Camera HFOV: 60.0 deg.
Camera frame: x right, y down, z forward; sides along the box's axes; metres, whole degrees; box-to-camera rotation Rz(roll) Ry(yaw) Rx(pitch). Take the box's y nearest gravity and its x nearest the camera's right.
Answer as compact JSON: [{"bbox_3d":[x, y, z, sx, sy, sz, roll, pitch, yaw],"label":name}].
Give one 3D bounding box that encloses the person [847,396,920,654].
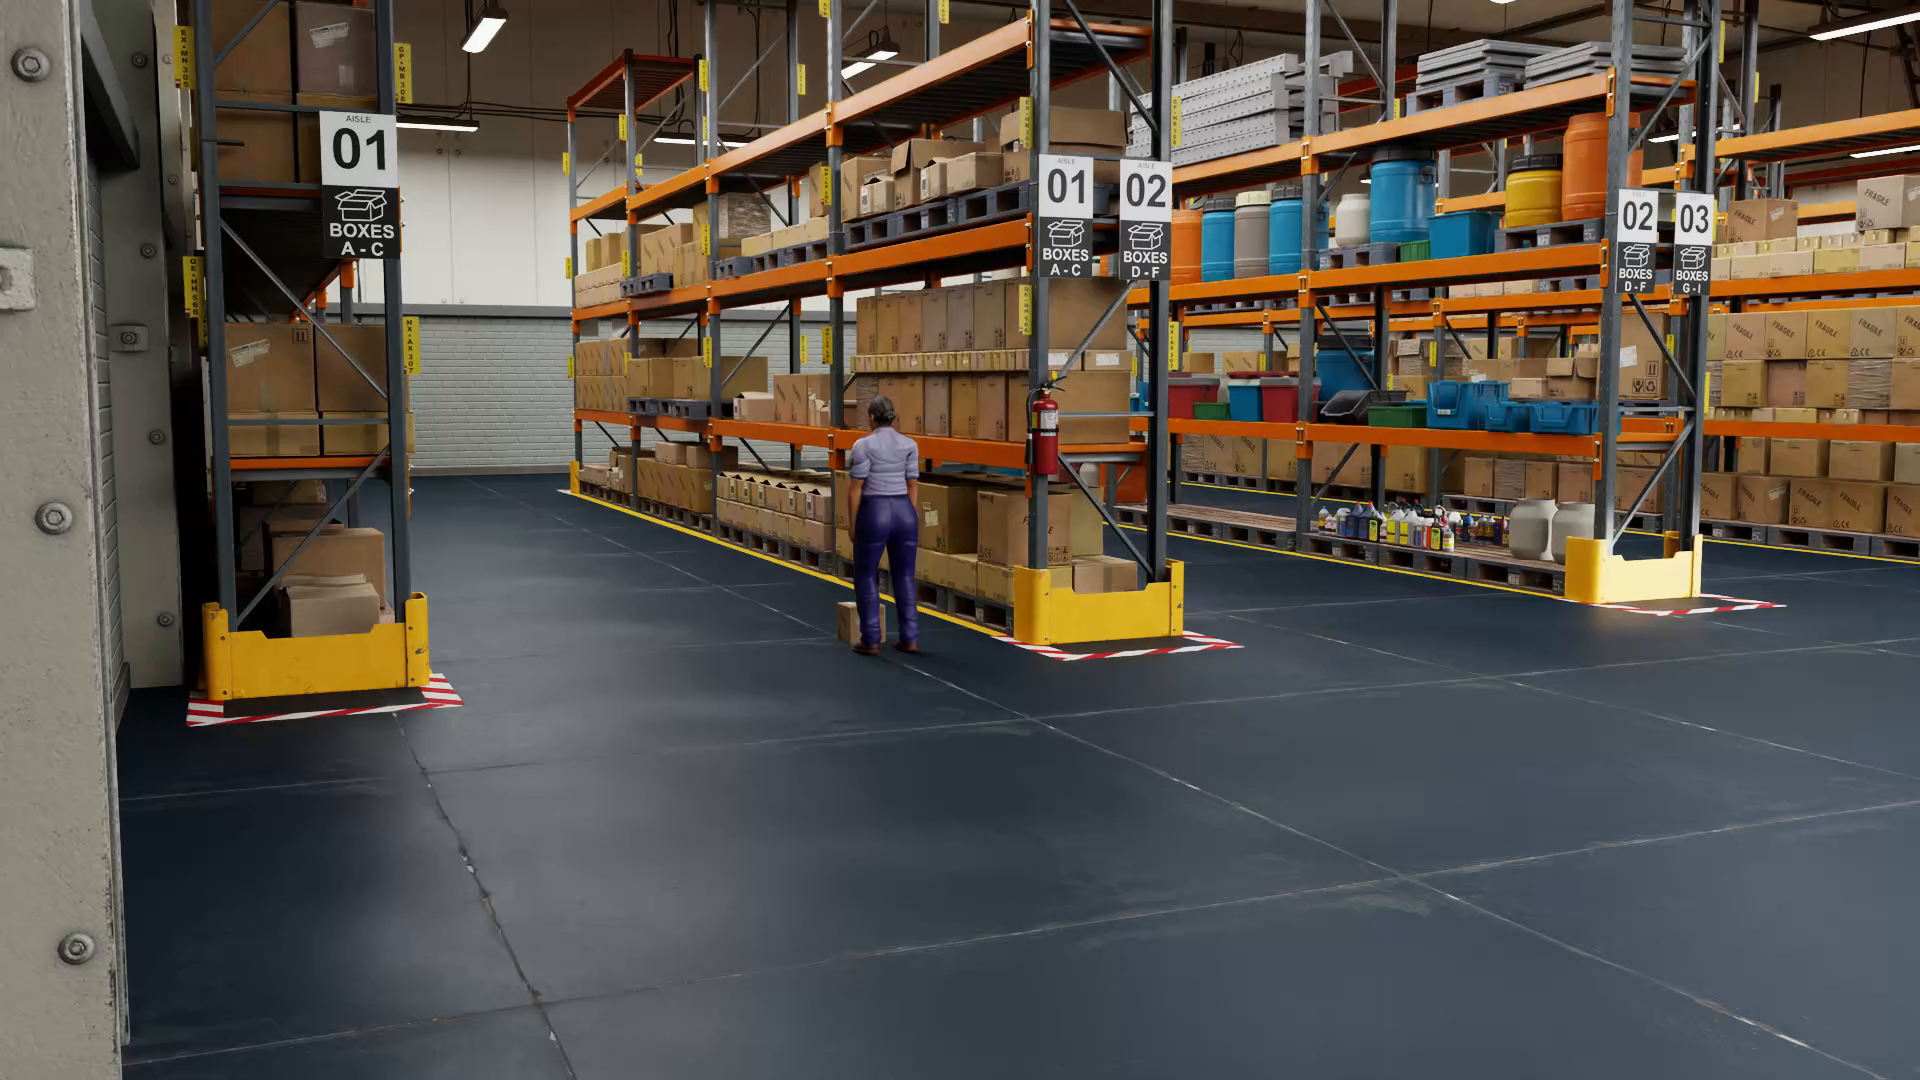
[{"bbox_3d":[-0.498,-0.093,10.615,0.470,1.648,0.341,-2,6,-22],"label":"person"}]
